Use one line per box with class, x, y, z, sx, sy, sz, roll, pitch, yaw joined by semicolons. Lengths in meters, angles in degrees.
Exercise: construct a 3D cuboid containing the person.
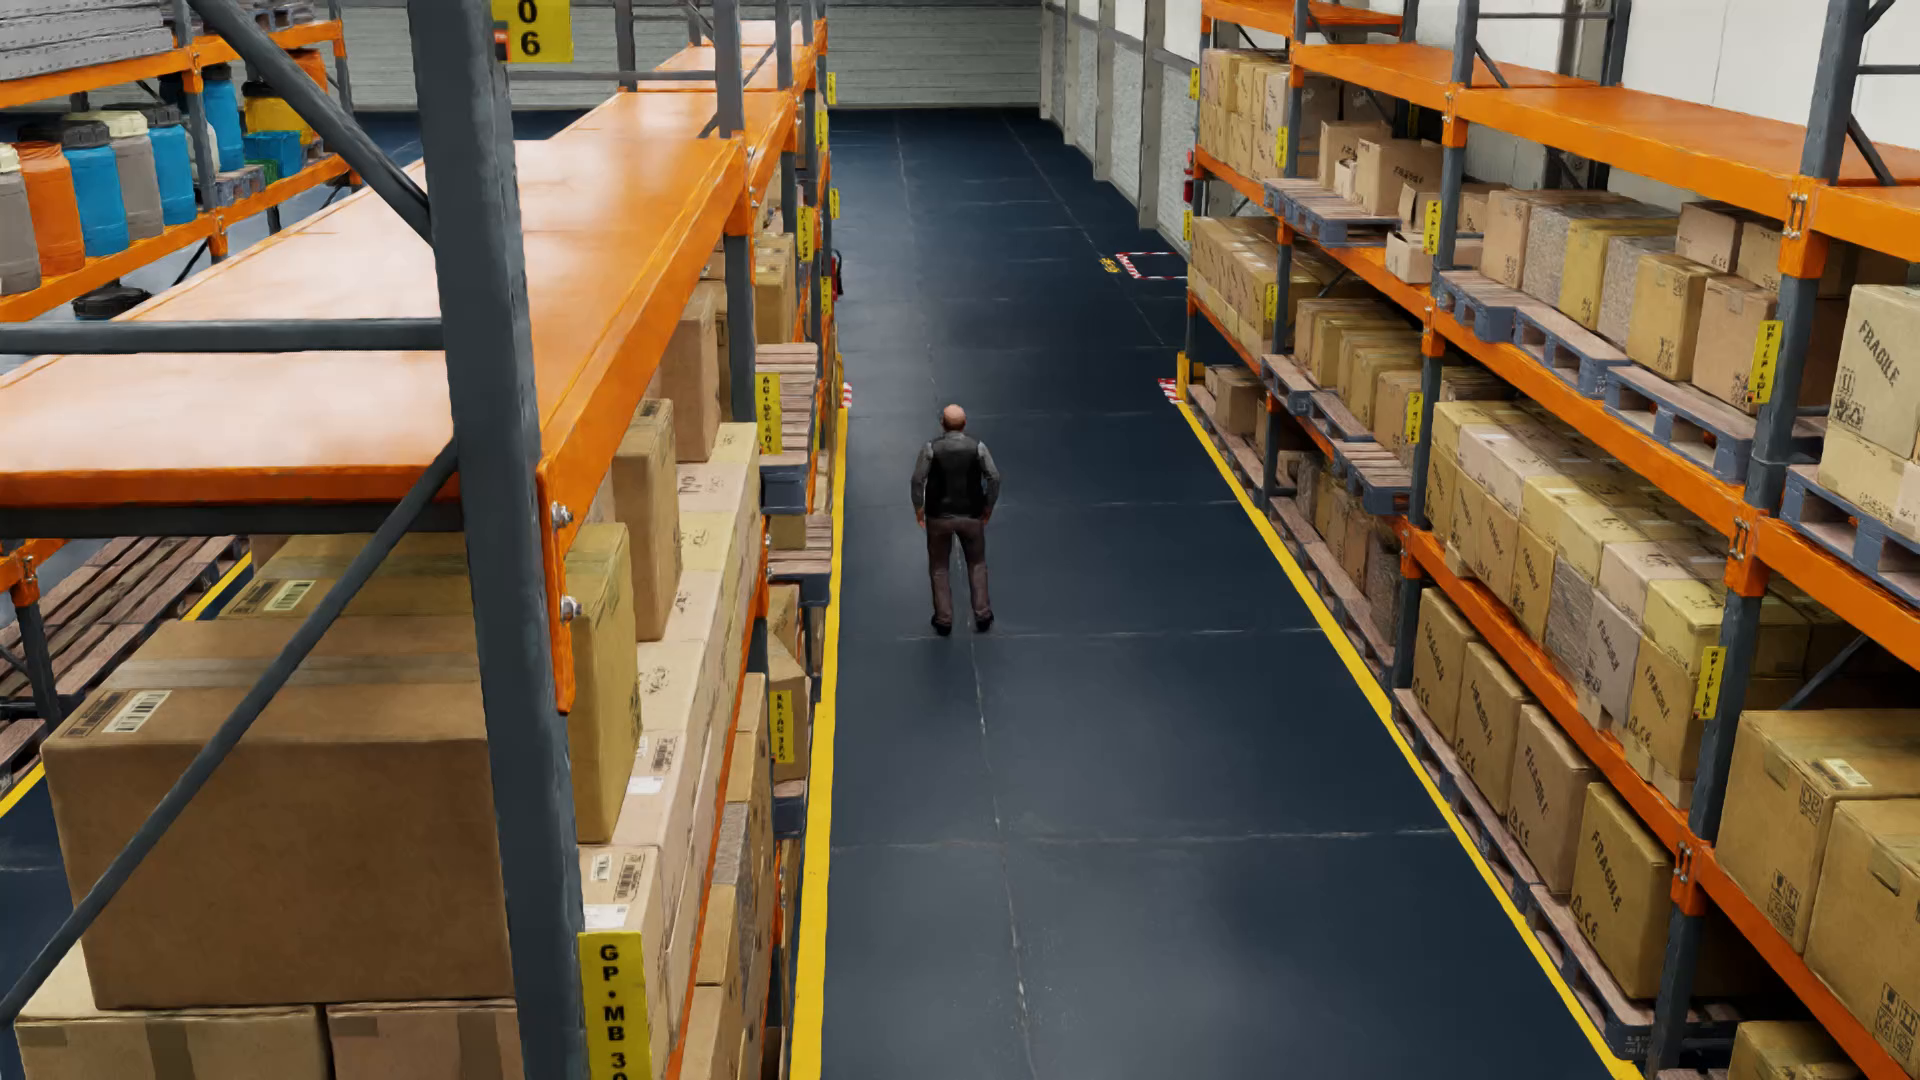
person;-0.032;-0.168;12.474;0.672;1.682;0.509;-2;20;-5
